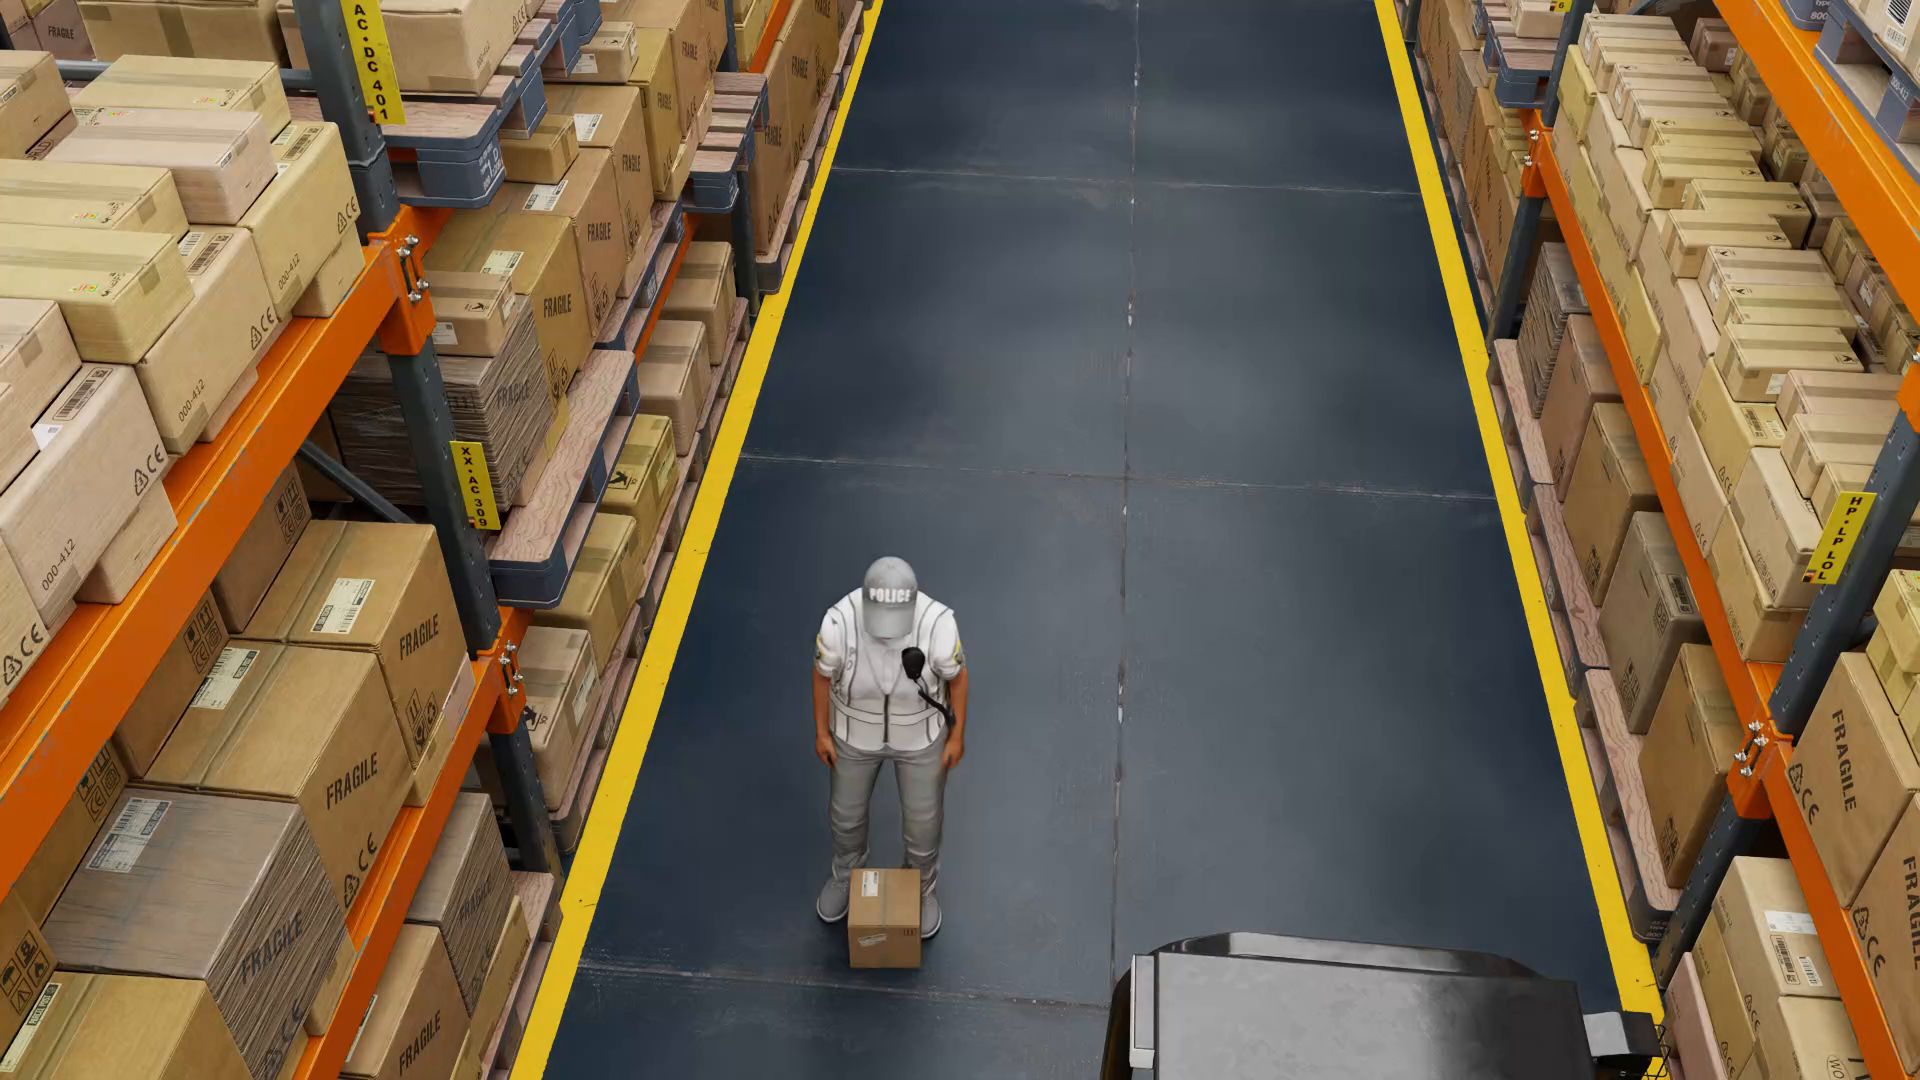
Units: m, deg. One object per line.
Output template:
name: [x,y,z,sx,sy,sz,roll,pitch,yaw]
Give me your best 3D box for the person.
person: [-0.250,0.673,5.652,0.548,1.664,0.470,2,40,2]
